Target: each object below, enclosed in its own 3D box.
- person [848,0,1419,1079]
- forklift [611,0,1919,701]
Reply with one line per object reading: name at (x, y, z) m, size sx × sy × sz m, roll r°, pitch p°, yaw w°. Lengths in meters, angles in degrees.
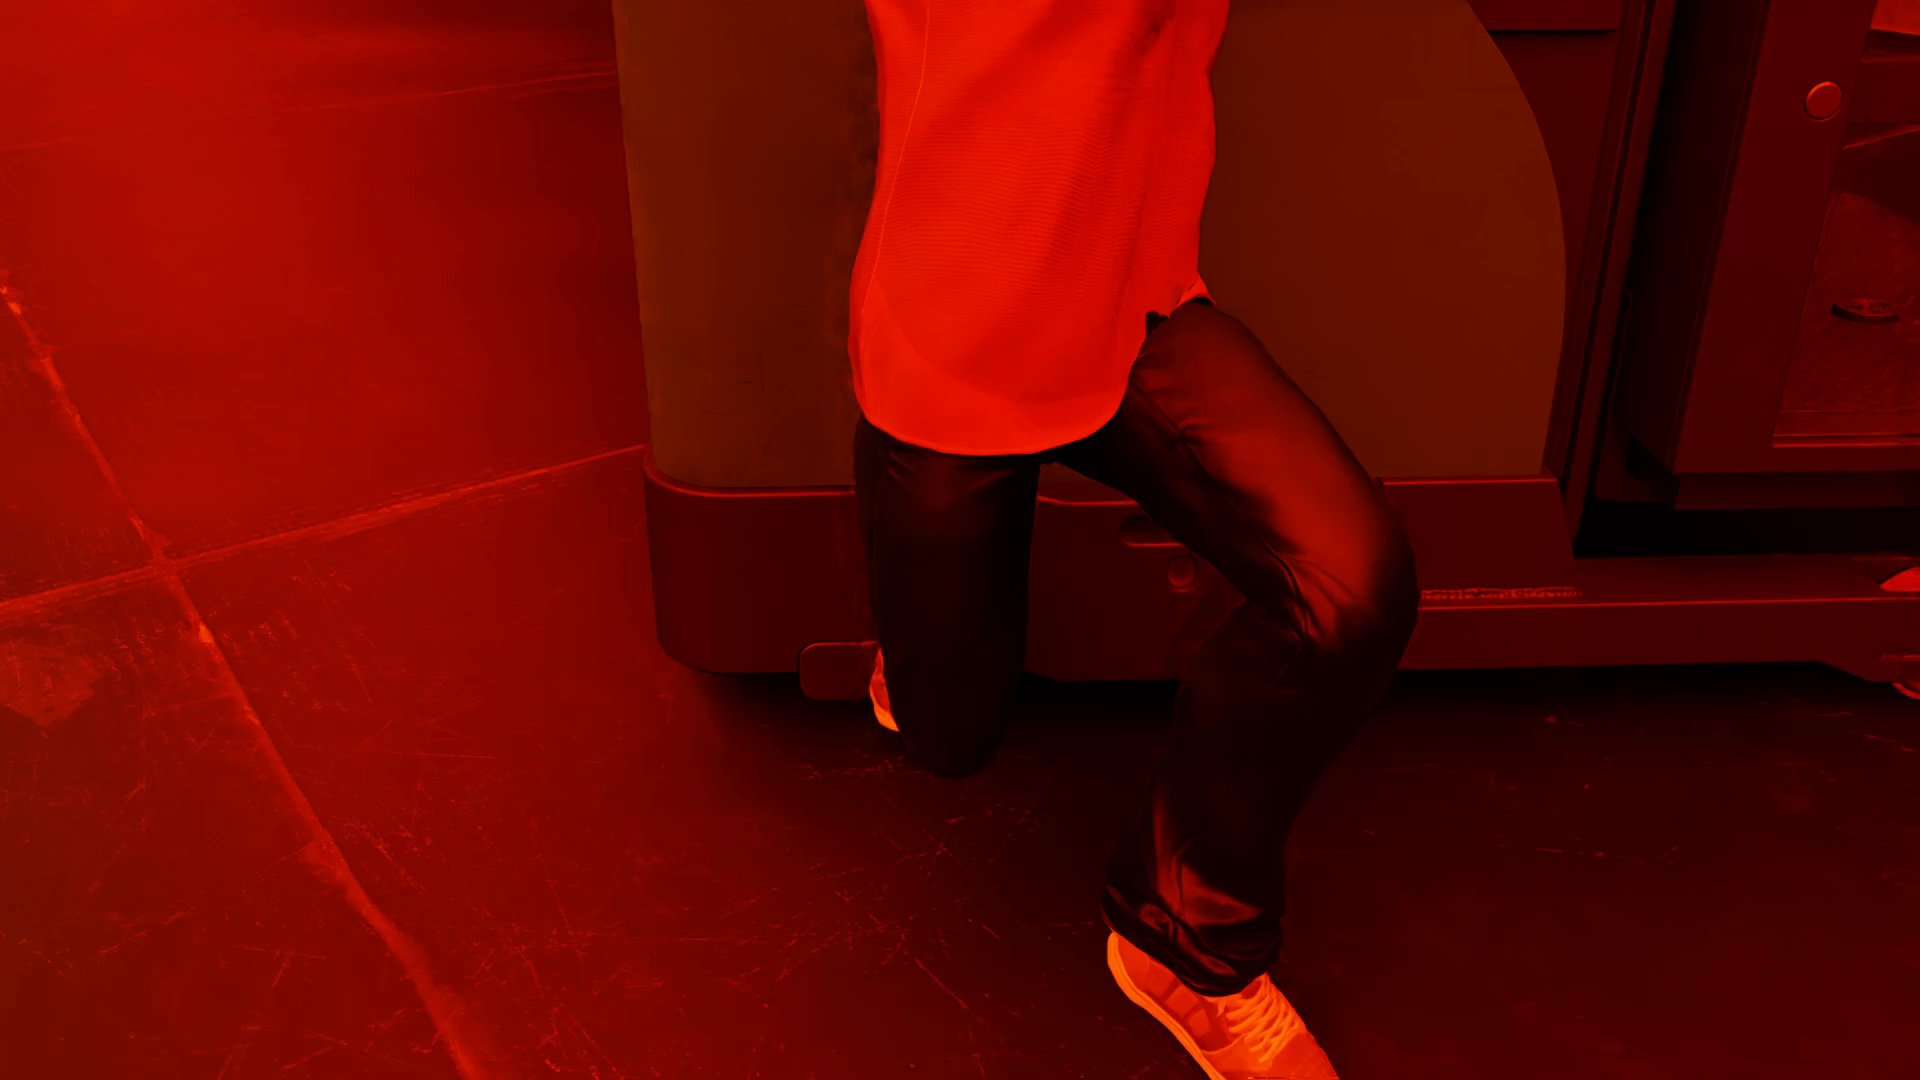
person at (0.241, -0.271, 1.576) m, size 0.776 × 1.318 × 0.882 m, roll -18°, pitch 32°, yaw -31°
forklift at (1.114, -1.346, 1.914) m, size 3.031 × 2.935 × 1.130 m, roll -1°, pitch 27°, yaw -2°
